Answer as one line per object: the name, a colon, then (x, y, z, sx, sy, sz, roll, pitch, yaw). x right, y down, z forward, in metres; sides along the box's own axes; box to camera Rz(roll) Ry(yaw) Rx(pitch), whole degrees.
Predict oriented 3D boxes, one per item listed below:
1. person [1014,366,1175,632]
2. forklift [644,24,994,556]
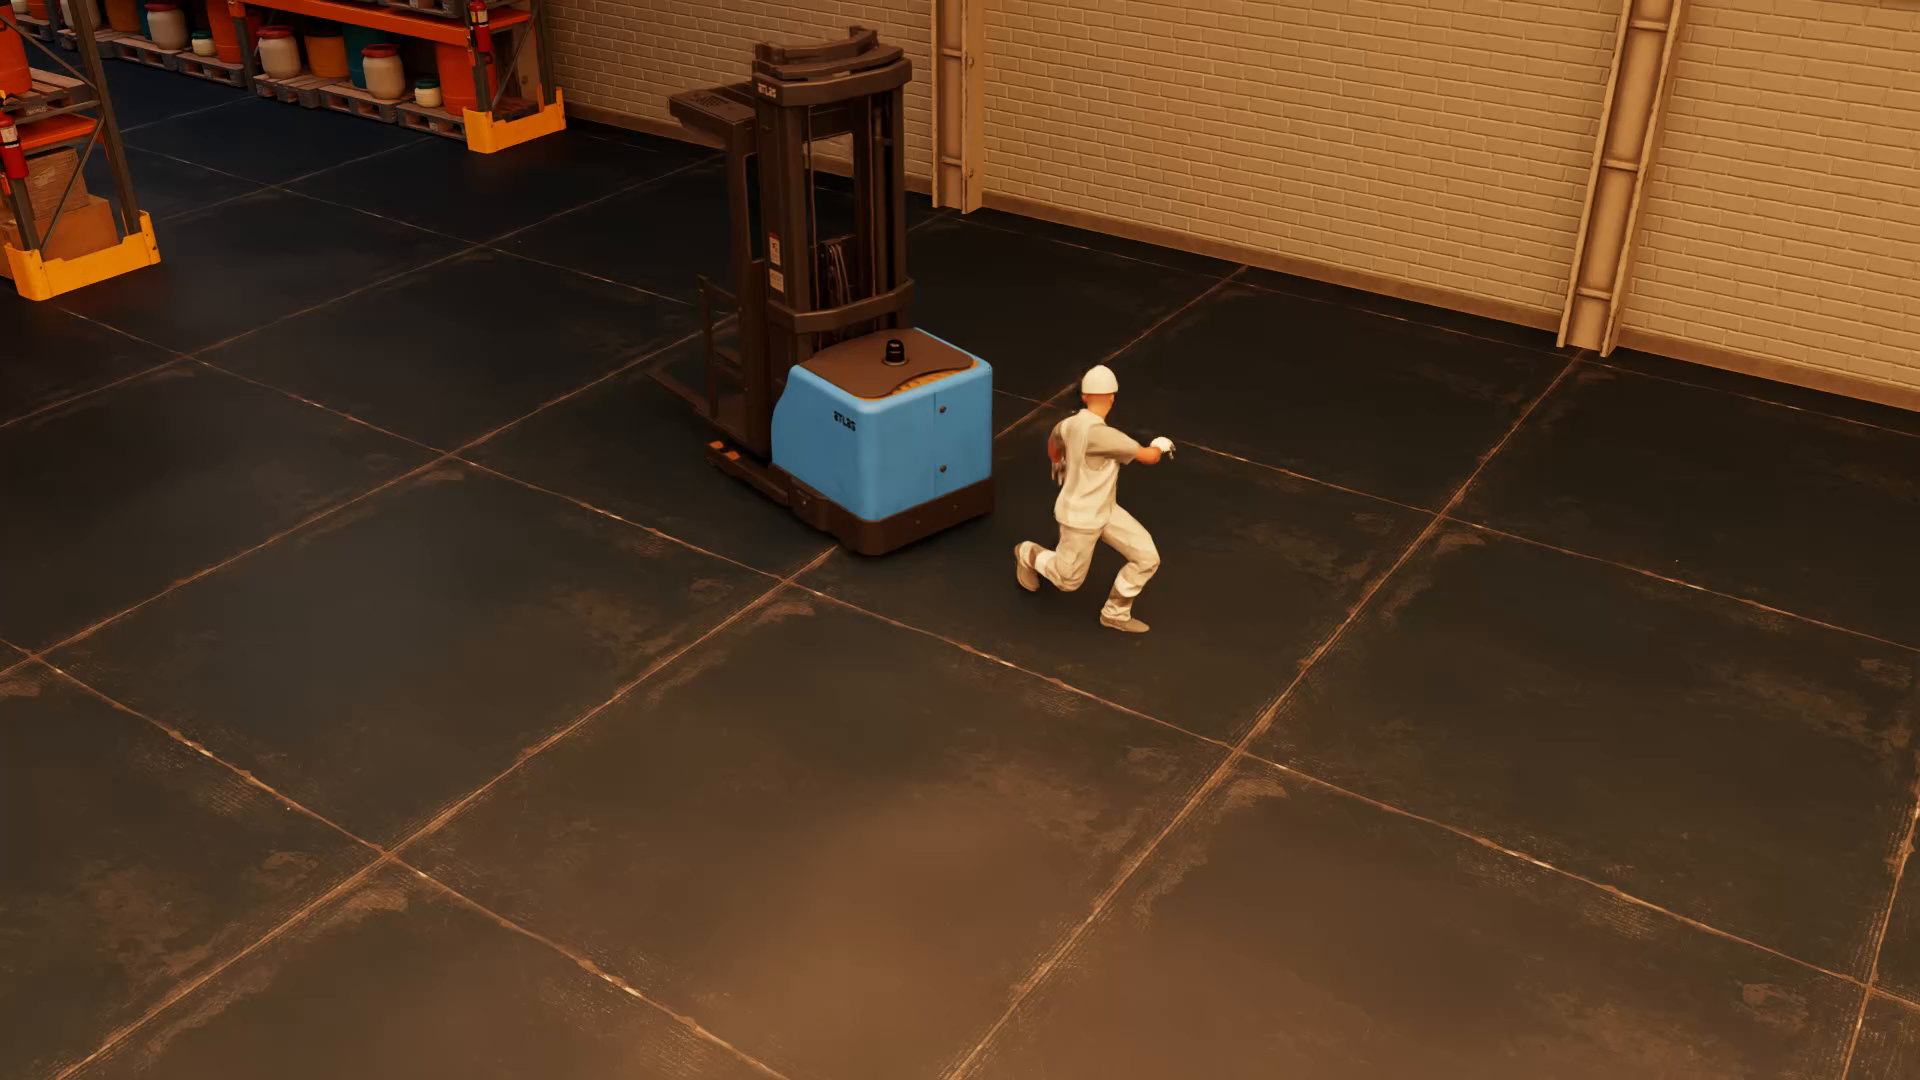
person: (0.747, -0.272, 9.508, 0.962, 1.538, 0.703, 14, 33, 23)
forklift: (-1.104, -1.841, 10.752, 1.130, 2.935, 3.031, -22, 37, -33)
